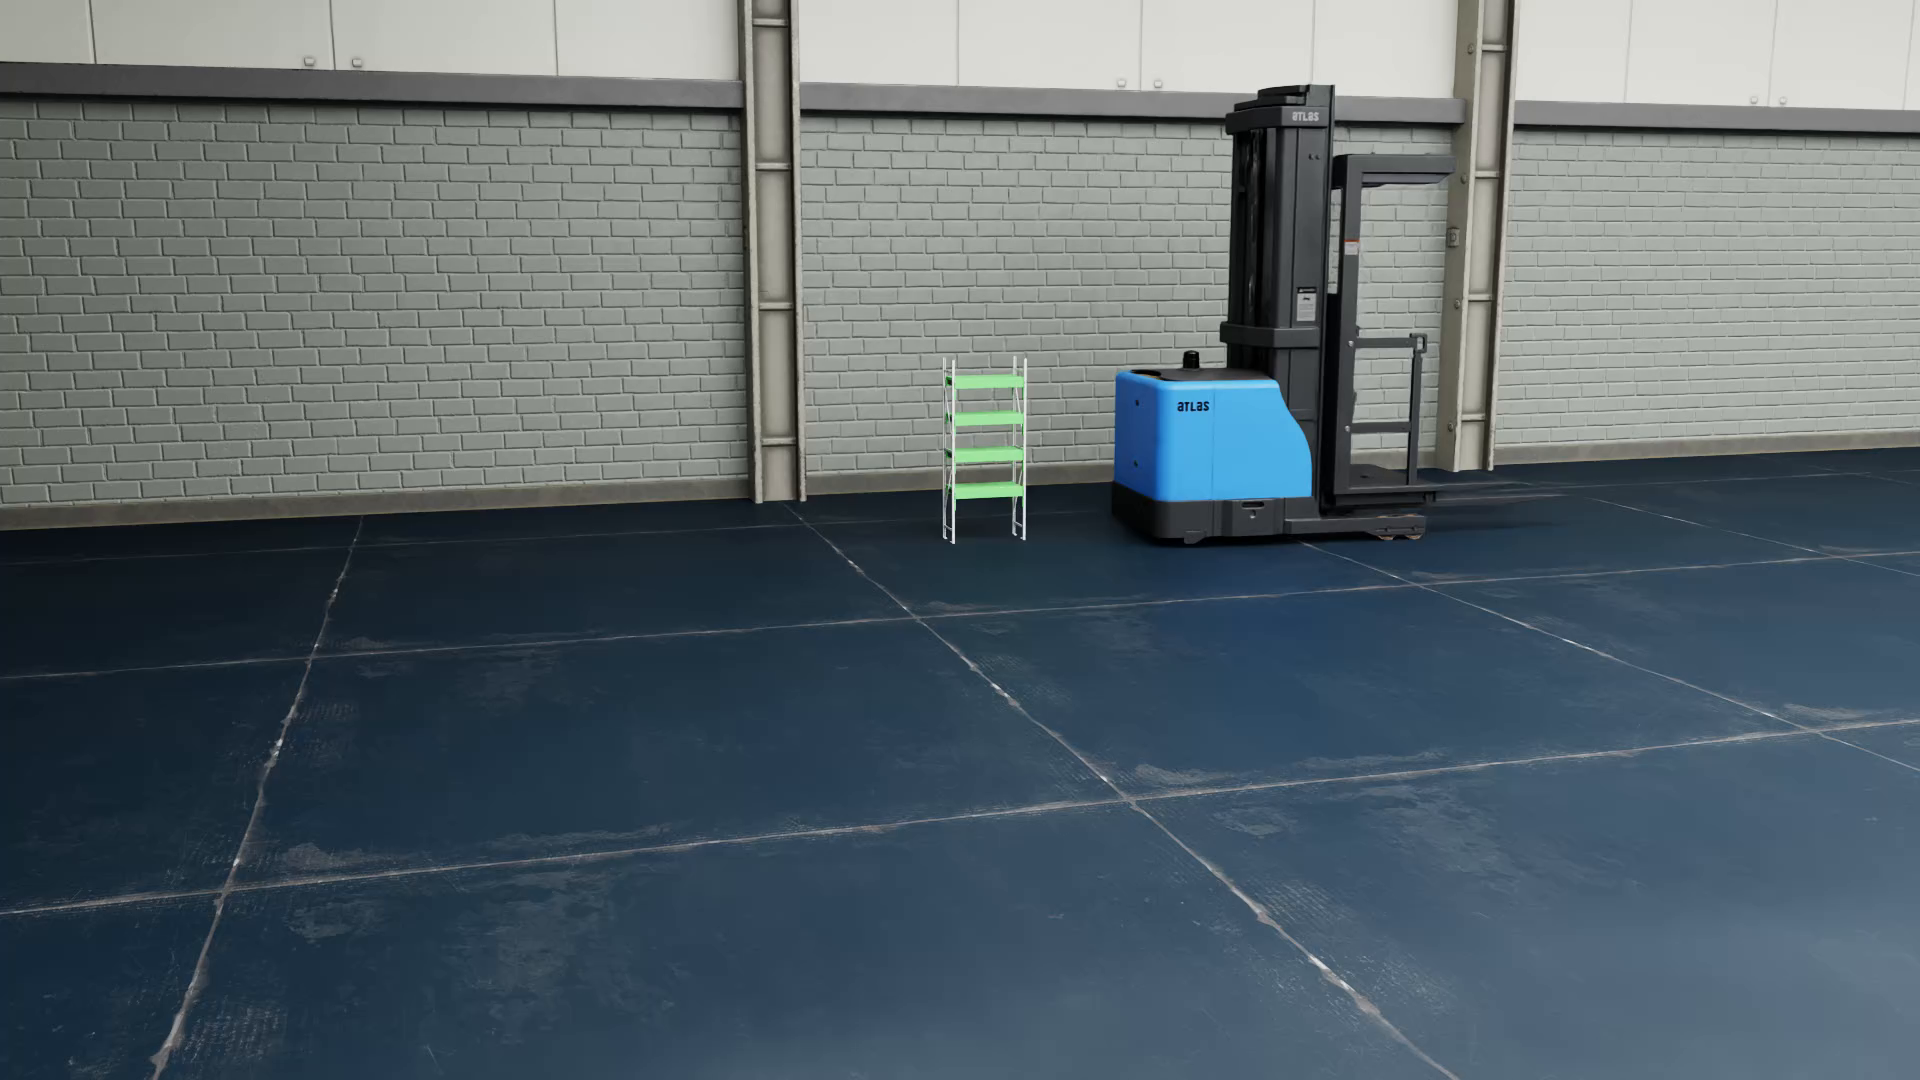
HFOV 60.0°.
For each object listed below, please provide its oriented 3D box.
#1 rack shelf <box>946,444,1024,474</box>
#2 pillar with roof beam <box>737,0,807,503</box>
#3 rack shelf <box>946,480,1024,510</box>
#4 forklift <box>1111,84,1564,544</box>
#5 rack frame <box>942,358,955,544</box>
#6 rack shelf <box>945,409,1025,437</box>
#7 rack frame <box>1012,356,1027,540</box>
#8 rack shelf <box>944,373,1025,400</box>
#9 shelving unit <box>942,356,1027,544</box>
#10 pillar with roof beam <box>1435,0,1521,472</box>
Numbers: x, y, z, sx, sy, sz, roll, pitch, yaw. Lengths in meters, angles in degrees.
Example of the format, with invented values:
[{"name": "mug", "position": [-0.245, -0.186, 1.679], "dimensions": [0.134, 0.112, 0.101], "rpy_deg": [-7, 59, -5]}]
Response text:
[{"name": "rack shelf", "position": [0.159, -0.536, 10.995], "dimensions": [0.480, 0.148, 0.258], "rpy_deg": [-3, 11, -16]}, {"name": "pillar with roof beam", "position": [-0.196, -3.992, 7.875], "dimensions": [0.400, 9.000, 9.100], "rpy_deg": [-3, 11, -16]}, {"name": "rack shelf", "position": [0.159, -0.300, 11.038], "dimensions": [0.480, 0.148, 0.258], "rpy_deg": [-3, 11, -16]}, {"name": "forklift", "position": [2.628, -1.529, 11.256], "dimensions": [3.031, 2.935, 1.130], "rpy_deg": [-2, 11, -12]}, {"name": "rack frame", "position": [-0.075, -0.586, 10.916], "dimensions": [0.015, 1.200, 0.240], "rpy_deg": [-3, 11, -16]}, {"name": "rack shelf", "position": [0.159, -0.772, 10.951], "dimensions": [0.480, 0.148, 0.258], "rpy_deg": [-3, 11, -16]}, {"name": "rack frame", "position": [0.393, -0.611, 11.050], "dimensions": [0.015, 1.200, 0.240], "rpy_deg": [-3, 11, -16]}, {"name": "rack shelf", "position": [0.159, -1.008, 10.908], "dimensions": [0.480, 0.148, 0.258], "rpy_deg": [-3, 11, -16]}, {"name": "shelving unit", "position": [0.159, -0.598, 10.983], "dimensions": [0.503, 1.200, 0.258], "rpy_deg": [-3, 11, -16]}, {"name": "pillar with roof beam", "position": [5.565, -4.295, 9.524], "dimensions": [0.400, 9.000, 9.100], "rpy_deg": [-3, 11, -16]}]
